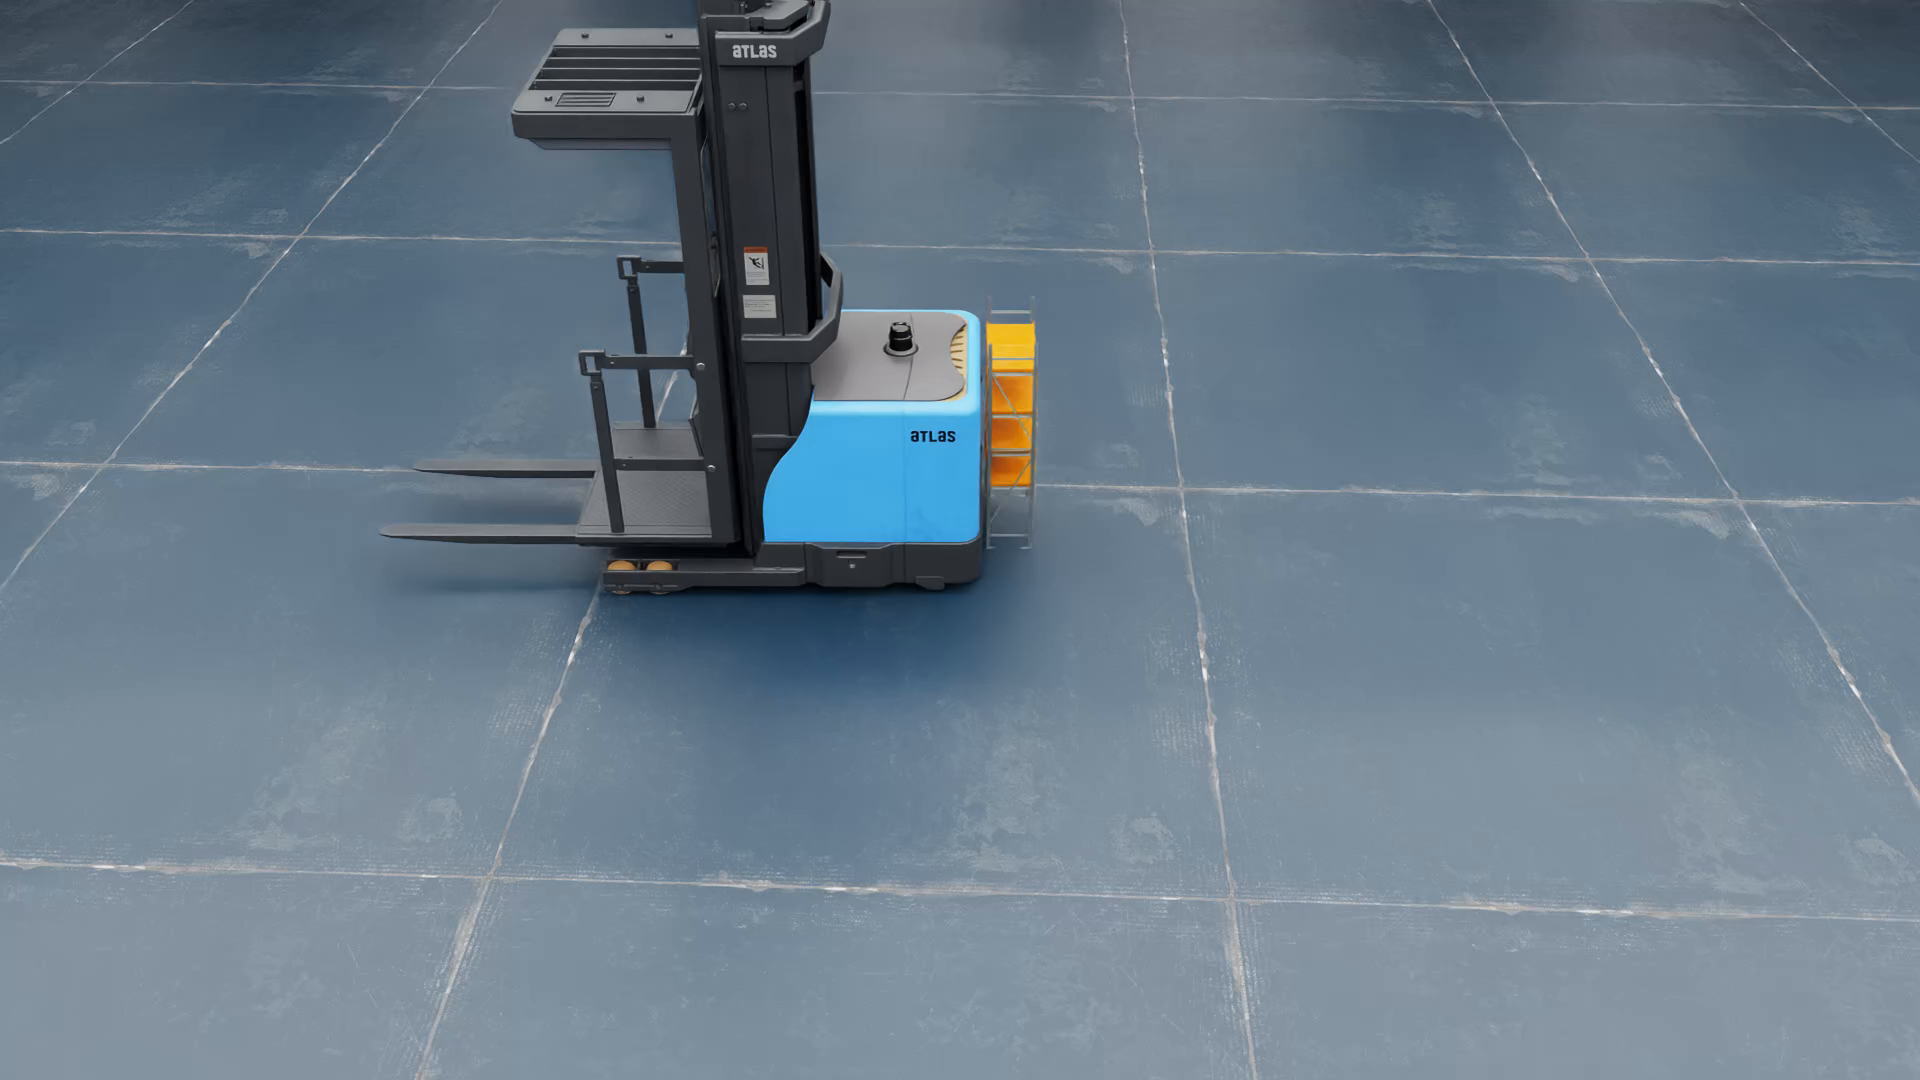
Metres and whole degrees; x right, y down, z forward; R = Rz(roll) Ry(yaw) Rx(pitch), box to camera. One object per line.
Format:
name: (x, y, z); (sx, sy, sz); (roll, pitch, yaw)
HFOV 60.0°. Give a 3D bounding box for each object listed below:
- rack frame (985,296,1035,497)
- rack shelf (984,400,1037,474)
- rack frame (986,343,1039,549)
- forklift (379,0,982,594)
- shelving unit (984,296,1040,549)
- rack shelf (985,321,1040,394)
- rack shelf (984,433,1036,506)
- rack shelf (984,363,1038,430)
rack frame: (0.255, -0.728, 8.688); (0.240, 1.200, 0.015); (0, 35, 0)
rack shelf: (0.255, -0.532, 8.527); (0.258, 0.148, 0.480); (0, 35, 0)
rack frame: (0.255, -0.447, 8.288); (0.240, 1.200, 0.015); (0, 35, 0)
forklift: (-1.405, -1.232, 7.900); (3.031, 2.935, 1.130); (0, 35, 0)
shelving unit: (0.255, -0.587, 8.488); (0.258, 1.200, 0.503); (0, 35, 0)
rack shelf: (0.255, -0.909, 8.262); (0.258, 0.148, 0.480); (0, 35, 0)
rack shelf: (0.255, -0.370, 8.641); (0.258, 0.148, 0.480); (0, 35, 0)
rack shelf: (0.255, -0.715, 8.398); (0.258, 0.148, 0.480); (0, 35, 0)
